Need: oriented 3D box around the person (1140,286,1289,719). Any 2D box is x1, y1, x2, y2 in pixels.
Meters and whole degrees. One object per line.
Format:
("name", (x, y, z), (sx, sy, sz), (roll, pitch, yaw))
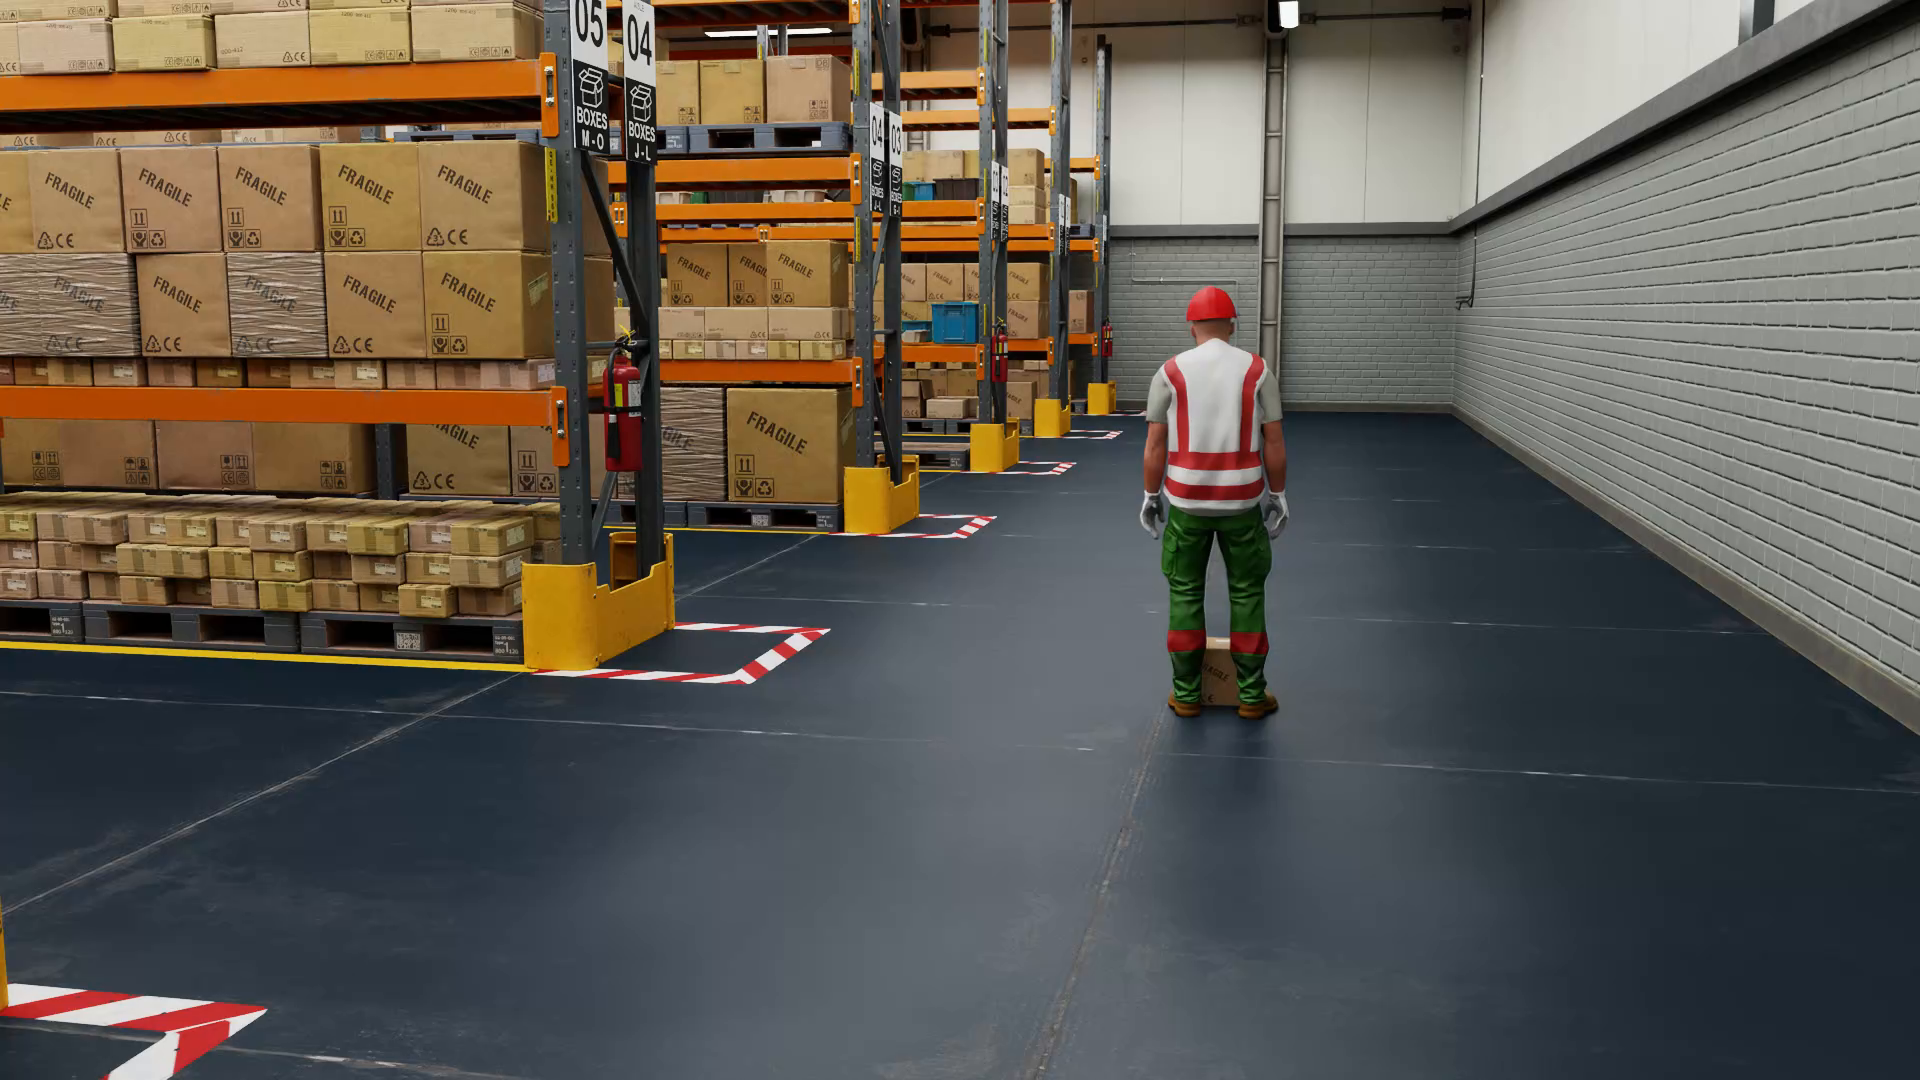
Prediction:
("person", (1.054, -0.156, 6.891), (0.611, 1.778, 0.451), (1, 8, 8))
